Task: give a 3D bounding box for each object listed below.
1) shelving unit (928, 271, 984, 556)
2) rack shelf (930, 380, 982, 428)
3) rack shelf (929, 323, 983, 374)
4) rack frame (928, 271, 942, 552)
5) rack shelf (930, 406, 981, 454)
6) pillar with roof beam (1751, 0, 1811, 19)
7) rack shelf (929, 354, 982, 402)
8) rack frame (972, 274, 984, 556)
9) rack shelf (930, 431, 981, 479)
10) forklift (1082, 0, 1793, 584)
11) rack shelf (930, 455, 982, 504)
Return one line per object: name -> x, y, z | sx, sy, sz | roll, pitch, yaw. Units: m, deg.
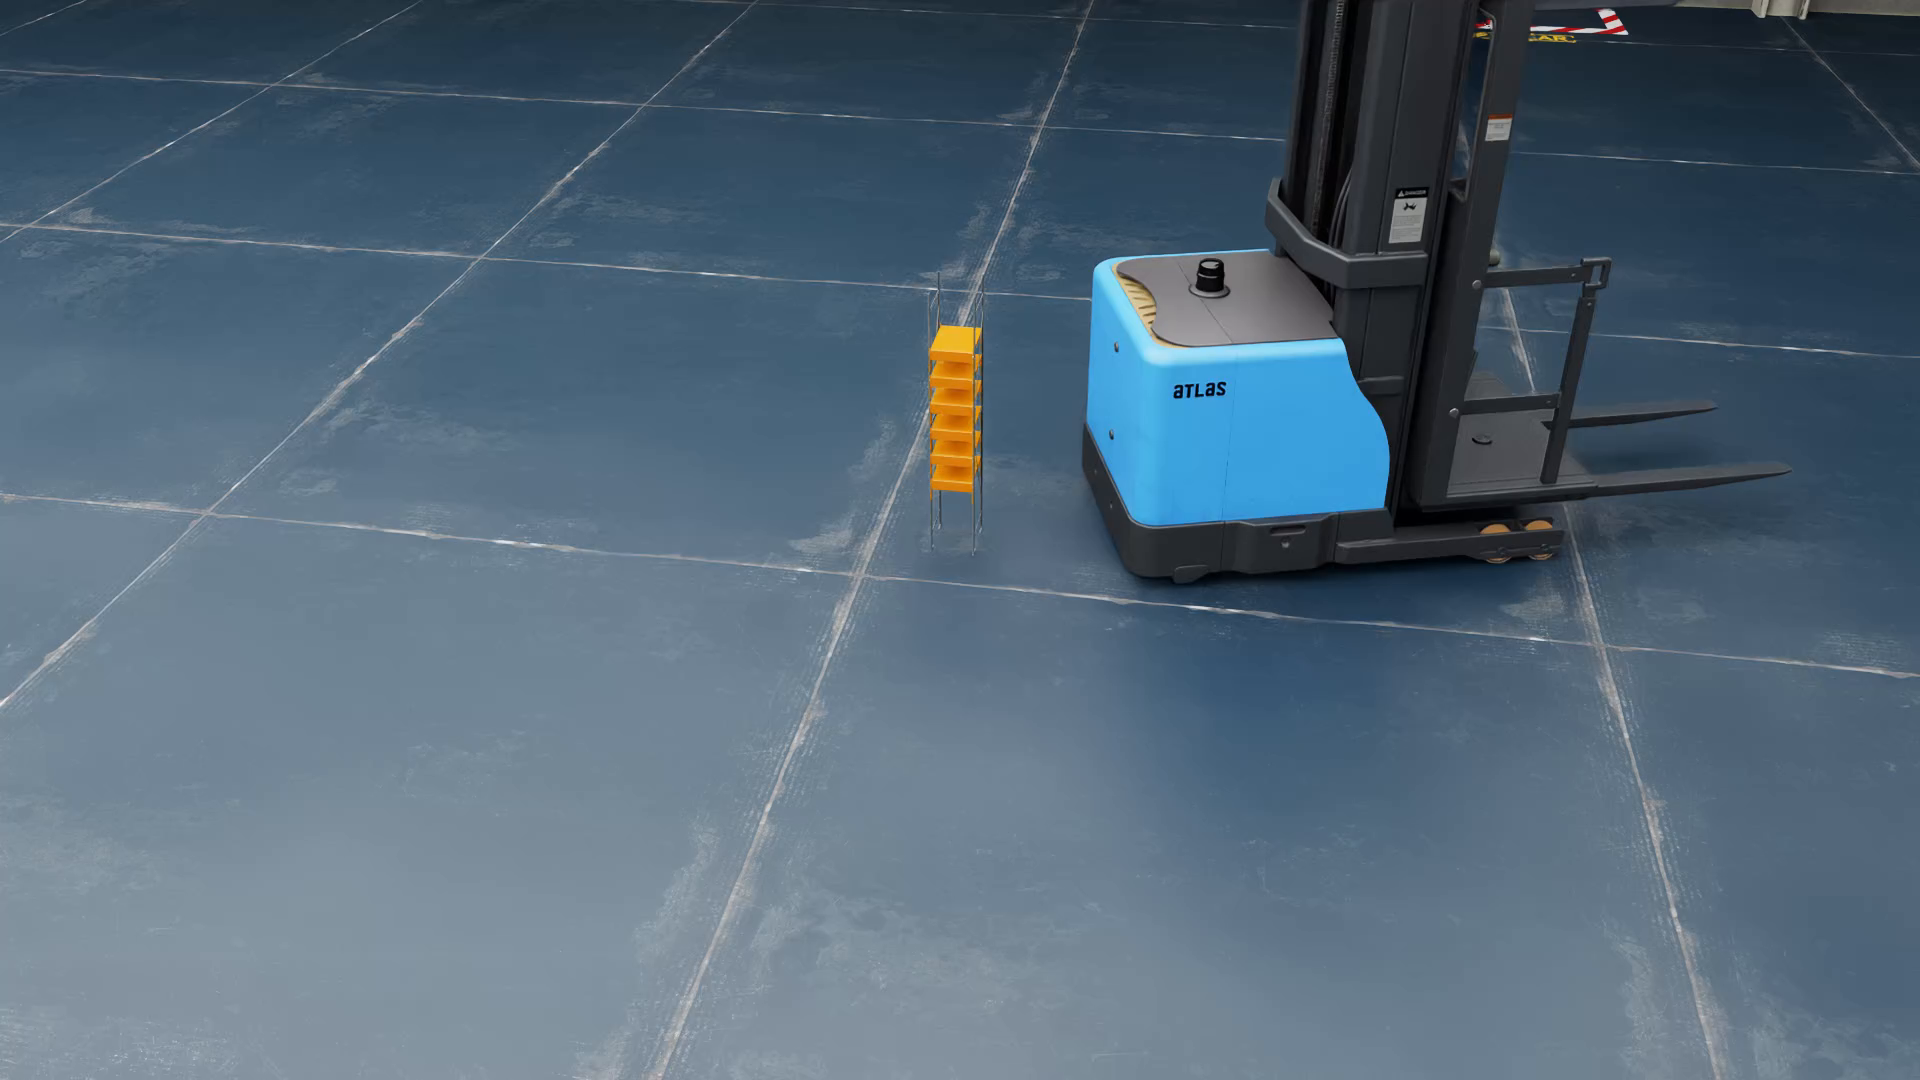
shelving unit -> -0.014, -0.510, 6.934 | 0.189, 1.200, 0.258 | 5, 32, 8
rack shelf -> -0.014, -0.574, 6.894 | 0.180, 0.103, 0.258 | 5, 32, 8
rack shelf -> -0.014, -0.777, 6.766 | 0.180, 0.103, 0.258 | 5, 32, 8
rack frame -> -0.104, -0.518, 6.947 | 0.006, 1.200, 0.240 | 5, 32, 8
rack shelf -> -0.014, -0.472, 6.957 | 0.180, 0.103, 0.258 | 5, 32, 8
pillar with roof beam -> 6.490, -6.204, 8.681 | 0.400, 9.000, 9.100 | 5, 32, 8
rack shelf -> -0.014, -0.676, 6.830 | 0.180, 0.103, 0.258 | 5, 32, 8
rack frame -> 0.076, -0.502, 6.921 | 0.006, 1.200, 0.240 | 5, 32, 8
rack shelf -> -0.014, -0.370, 7.021 | 0.180, 0.103, 0.258 | 5, 32, 8
forklift -> 2.122, -1.415, 6.748 | 3.031, 2.935, 1.130 | -5, 32, -7
rack shelf -> -0.014, -0.269, 7.085 | 0.180, 0.103, 0.258 | 5, 32, 8
